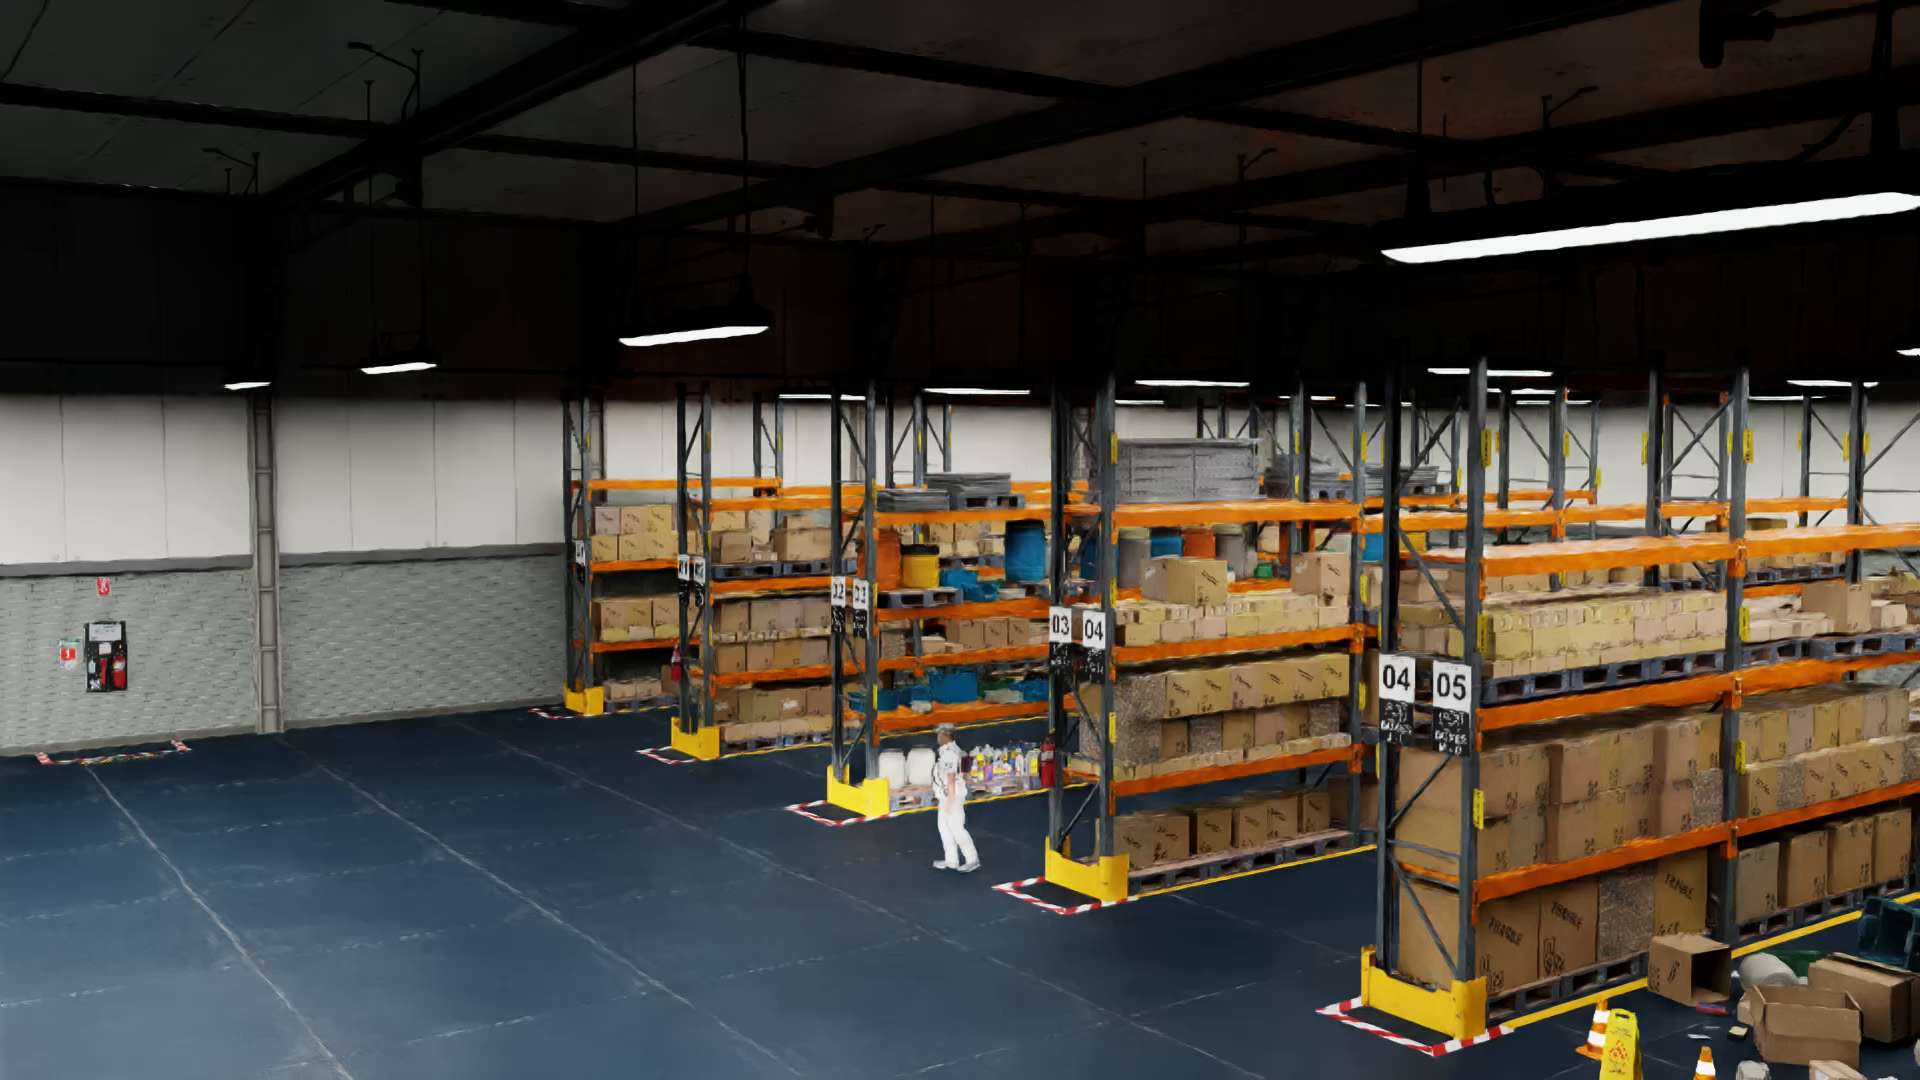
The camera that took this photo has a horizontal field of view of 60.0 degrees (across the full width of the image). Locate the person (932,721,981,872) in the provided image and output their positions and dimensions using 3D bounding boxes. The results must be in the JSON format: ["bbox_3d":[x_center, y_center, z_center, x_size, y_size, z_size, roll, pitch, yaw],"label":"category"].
[{"bbox_3d":[-0.042,3.032,19.704,0.581,1.746,0.586,0,4,2],"label":"person"}]

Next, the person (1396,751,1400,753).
[{"bbox_3d":[7.004,2.601,26.514,0.551,1.742,0.677,-3,5,-36],"label":"person"}]
